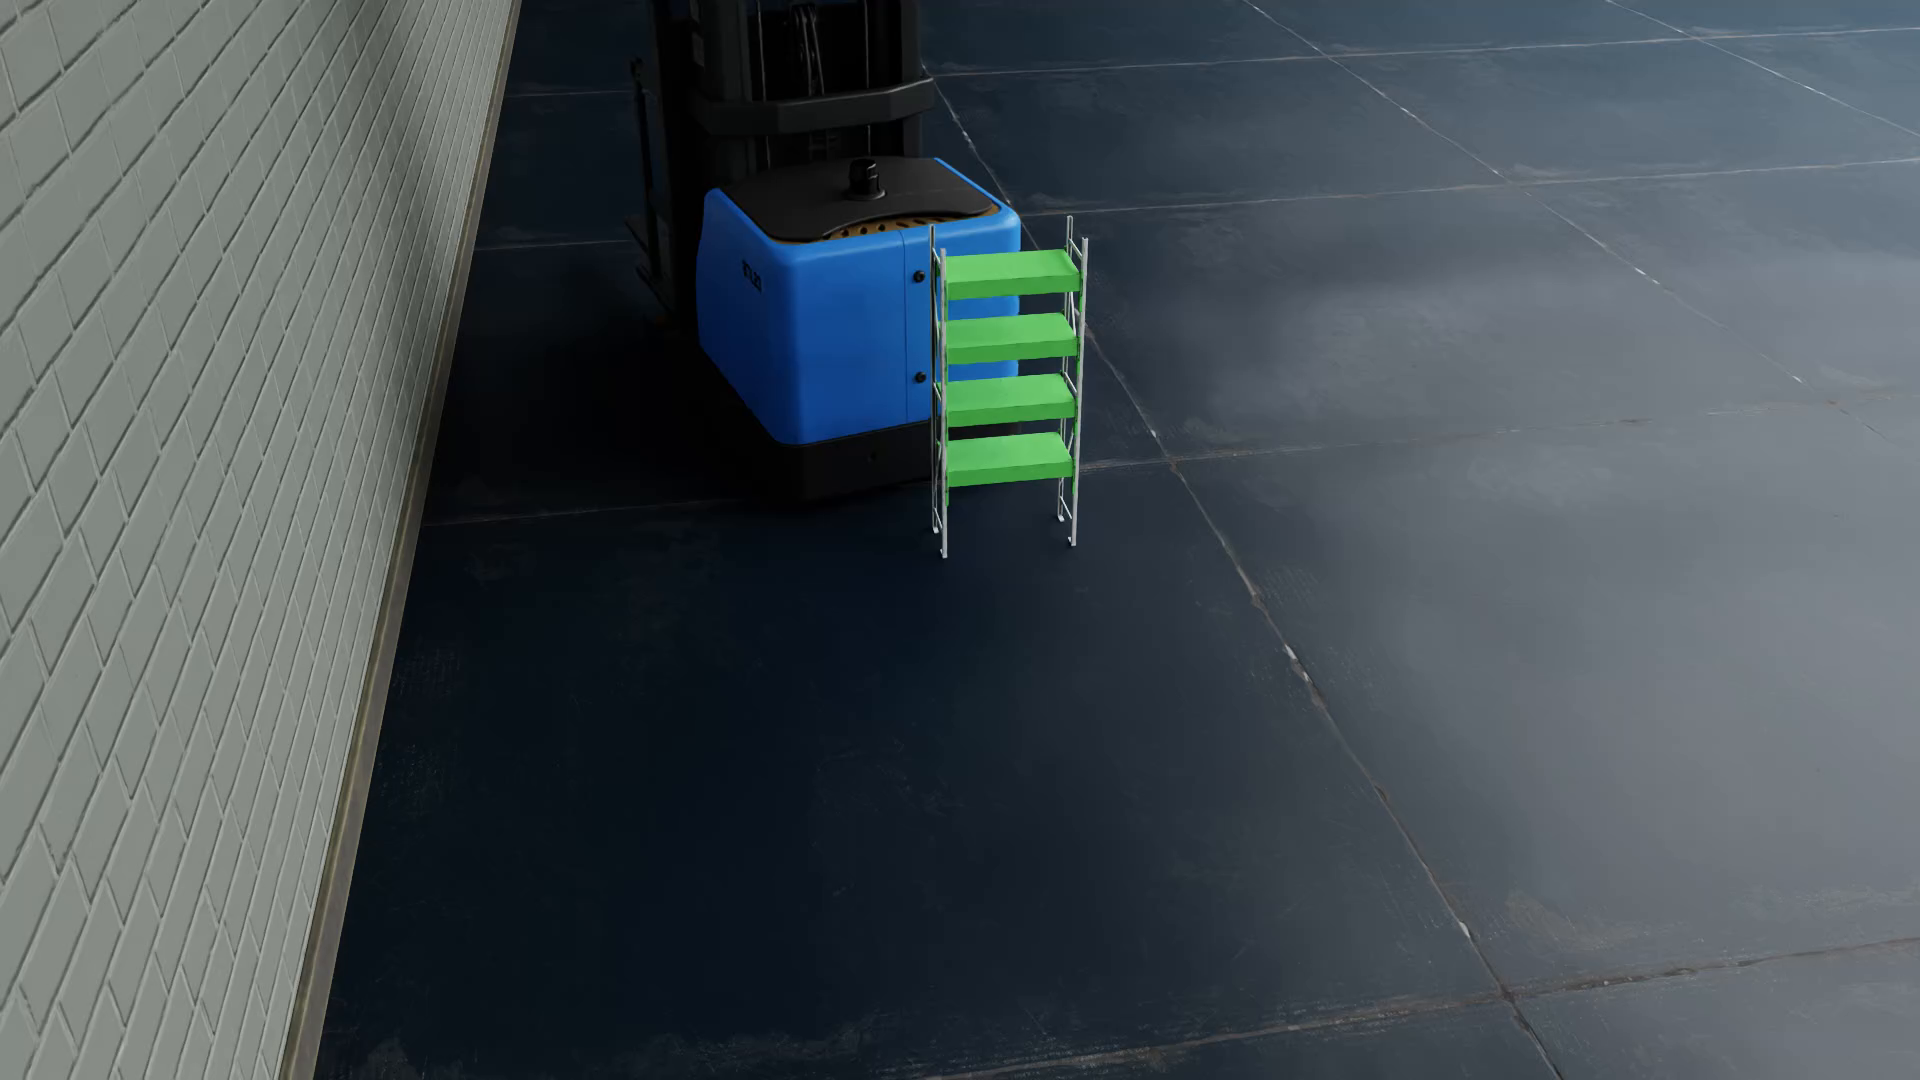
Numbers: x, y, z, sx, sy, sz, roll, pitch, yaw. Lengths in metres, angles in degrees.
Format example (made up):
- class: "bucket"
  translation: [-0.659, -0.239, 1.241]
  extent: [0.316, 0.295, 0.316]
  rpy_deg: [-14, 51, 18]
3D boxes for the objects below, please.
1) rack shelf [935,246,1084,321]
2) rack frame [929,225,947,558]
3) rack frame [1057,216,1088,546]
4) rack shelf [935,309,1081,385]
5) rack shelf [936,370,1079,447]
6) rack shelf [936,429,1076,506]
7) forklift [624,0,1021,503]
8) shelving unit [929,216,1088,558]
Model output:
- class: "rack shelf"
  translation: [0.163, -0.891, 5.761]
  extent: [0.480, 0.148, 0.258]
  rpy_deg: [-5, 31, -9]
- class: "rack frame"
  translation: [-0.077, -0.510, 5.934]
  extent: [0.015, 1.200, 0.240]
  rpy_deg: [-5, 31, -9]
- class: "rack frame"
  translation: [0.403, -0.555, 6.009]
  extent: [0.015, 1.200, 0.240]
  rpy_deg: [-5, 31, -9]
- class: "rack shelf"
  translation: [0.163, -0.684, 5.882]
  extent: [0.480, 0.148, 0.258]
  rpy_deg: [-5, 31, -9]
- class: "rack shelf"
  translation: [0.163, -0.477, 6.004]
  extent: [0.480, 0.148, 0.258]
  rpy_deg: [-5, 31, -9]
- class: "rack shelf"
  translation: [0.163, -0.270, 6.126]
  extent: [0.480, 0.148, 0.258]
  rpy_deg: [-5, 31, -9]
- class: "forklift"
  translation: [-0.822, -2.135, 6.989]
  extent: [1.130, 2.935, 3.031]
  rpy_deg: [-13, 33, -21]
- class: "shelving unit"
  translation: [0.163, -0.532, 5.972]
  extent: [0.503, 1.200, 0.258]
  rpy_deg: [-5, 31, -9]
